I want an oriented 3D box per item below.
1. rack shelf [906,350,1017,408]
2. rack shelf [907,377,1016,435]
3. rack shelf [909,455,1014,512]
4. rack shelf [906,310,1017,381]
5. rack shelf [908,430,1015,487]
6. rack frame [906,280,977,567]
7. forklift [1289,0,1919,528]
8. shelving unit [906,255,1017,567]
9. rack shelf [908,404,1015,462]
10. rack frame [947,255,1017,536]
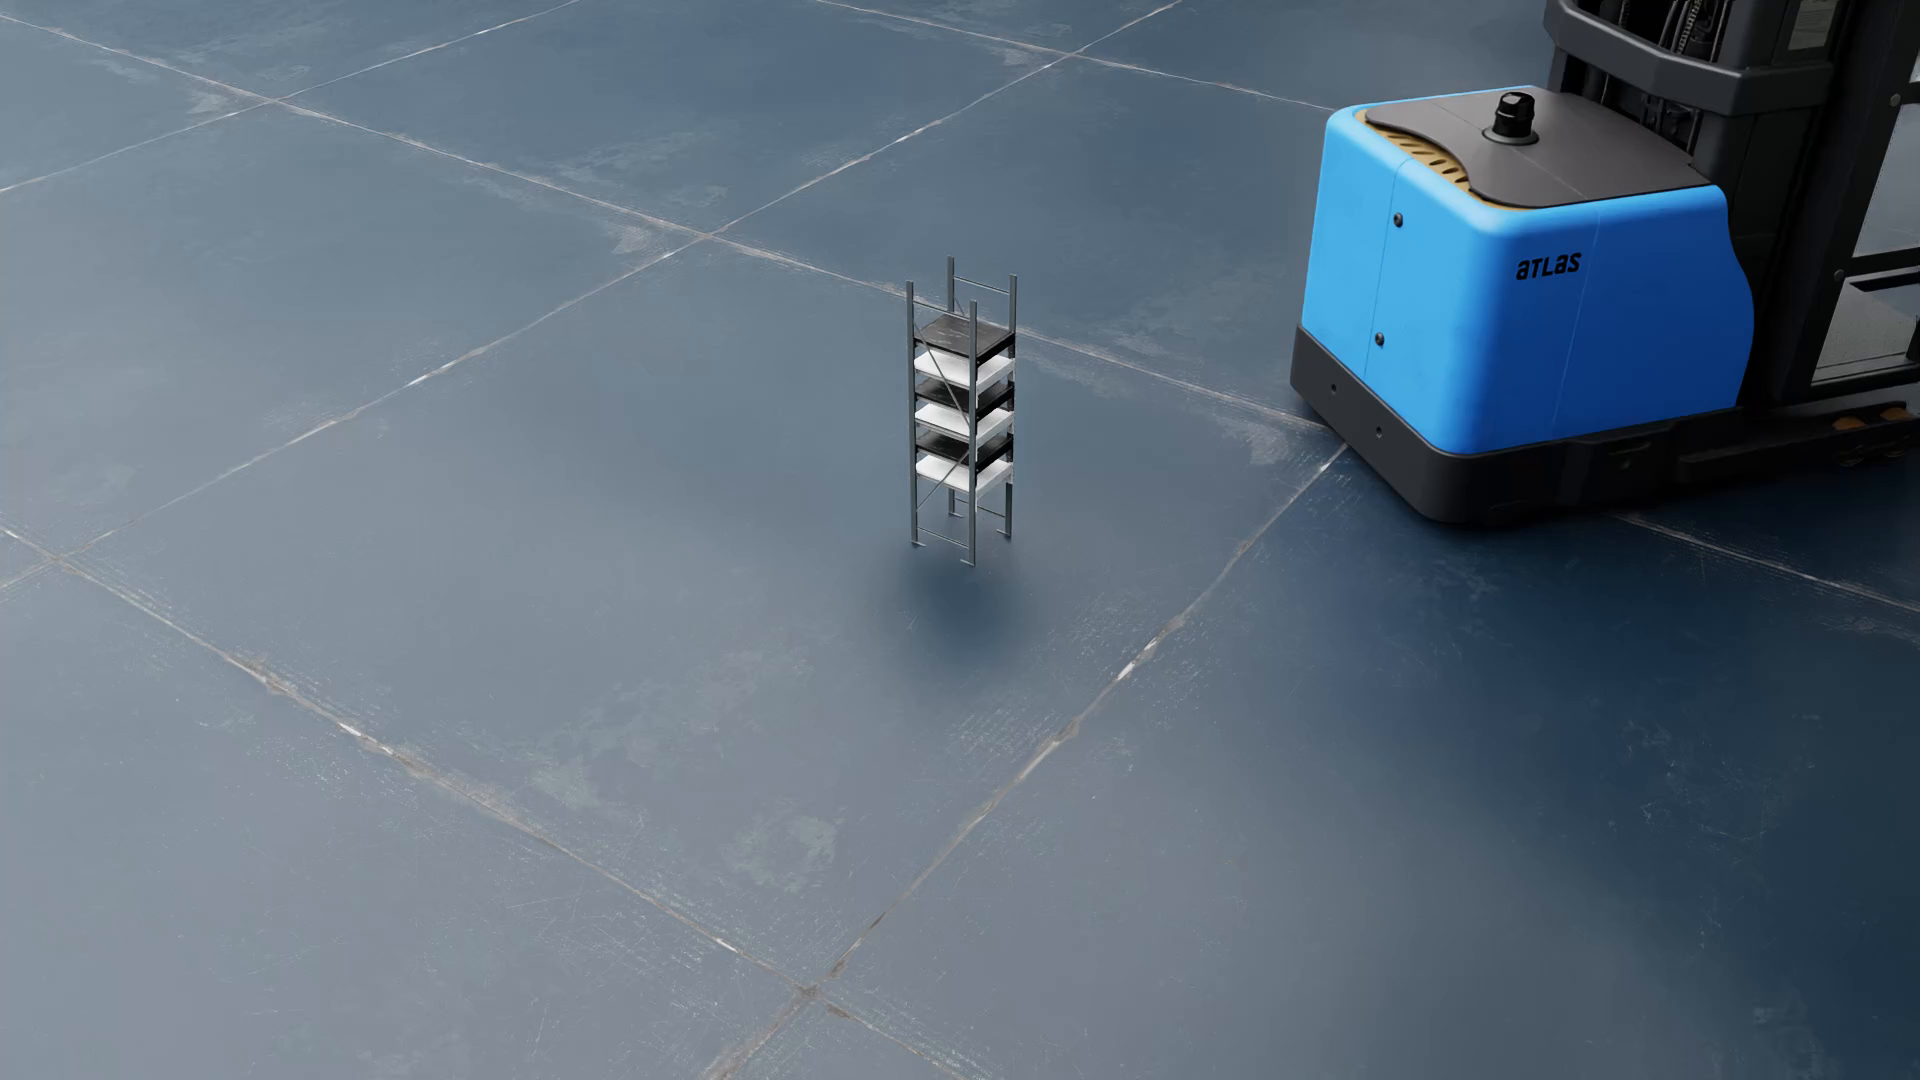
[{"bbox_3d":[0.005,-0.498,4.921,0.258,0.077,0.200,21,39,28],"label":"rack shelf"},{"bbox_3d":[0.005,-0.423,4.972,0.258,0.077,0.200,21,39,28],"label":"rack shelf"},{"bbox_3d":[0.005,-0.200,5.123,0.258,0.077,0.200,21,39,28],"label":"rack shelf"},{"bbox_3d":[0.005,-0.573,4.871,0.258,0.077,0.200,21,39,28],"label":"rack shelf"},{"bbox_3d":[0.005,-0.274,5.073,0.258,0.077,0.200,21,39,28],"label":"rack shelf"},{"bbox_3d":[-0.053,-0.330,4.934,0.240,0.900,0.006,21,39,28],"label":"rack frame"},{"bbox_3d":[2.754,-1.733,5.196,3.031,2.935,1.130,-10,35,-15],"label":"forklift"},{"bbox_3d":[0.005,-0.376,5.003,0.258,0.900,0.210,21,39,28],"label":"shelving unit"},{"bbox_3d":[0.005,-0.349,5.022,0.258,0.077,0.200,21,39,28],"label":"rack shelf"},{"bbox_3d":[0.063,-0.423,5.073,0.240,0.900,0.006,21,39,28],"label":"rack frame"}]
